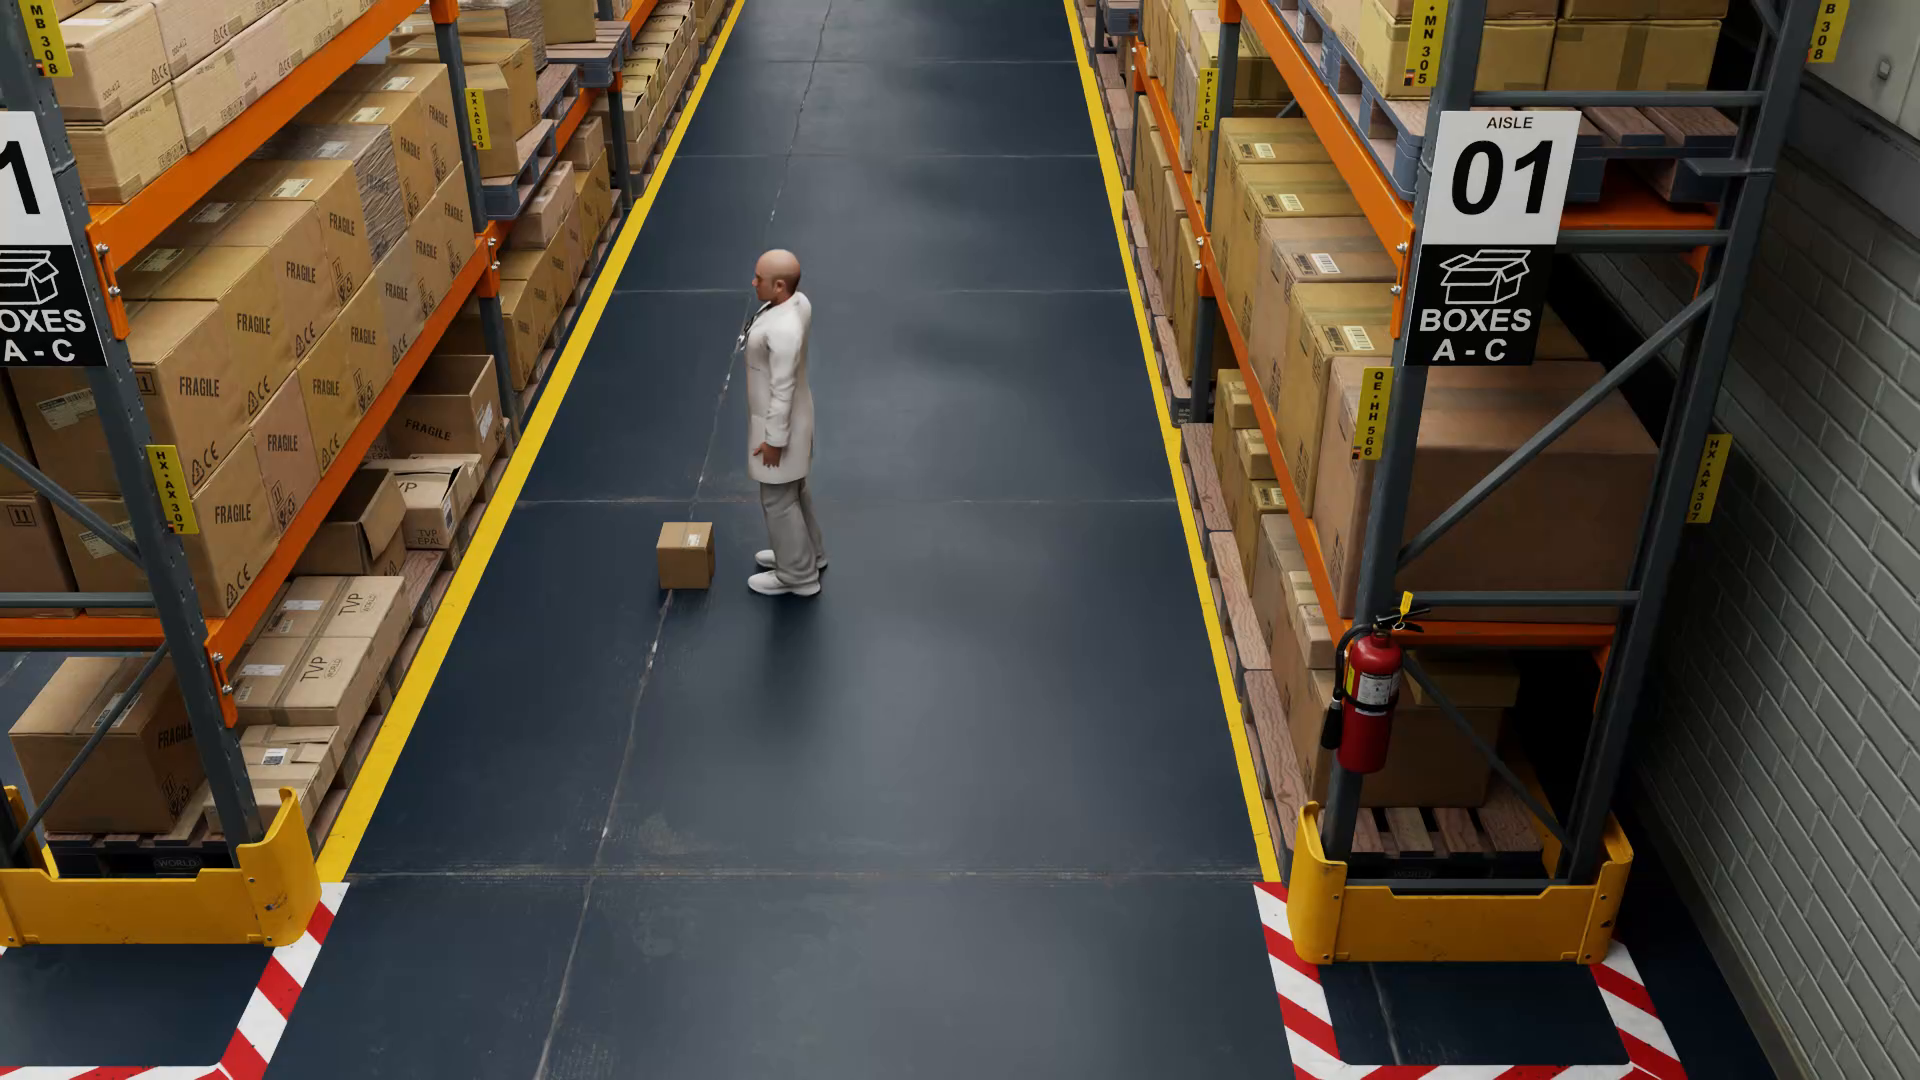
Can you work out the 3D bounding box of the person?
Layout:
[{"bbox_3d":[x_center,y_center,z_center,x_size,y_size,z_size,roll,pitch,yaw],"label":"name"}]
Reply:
[{"bbox_3d":[-0.886,-0.567,8.089,0.386,1.778,0.571,0,31,1],"label":"person"}]
